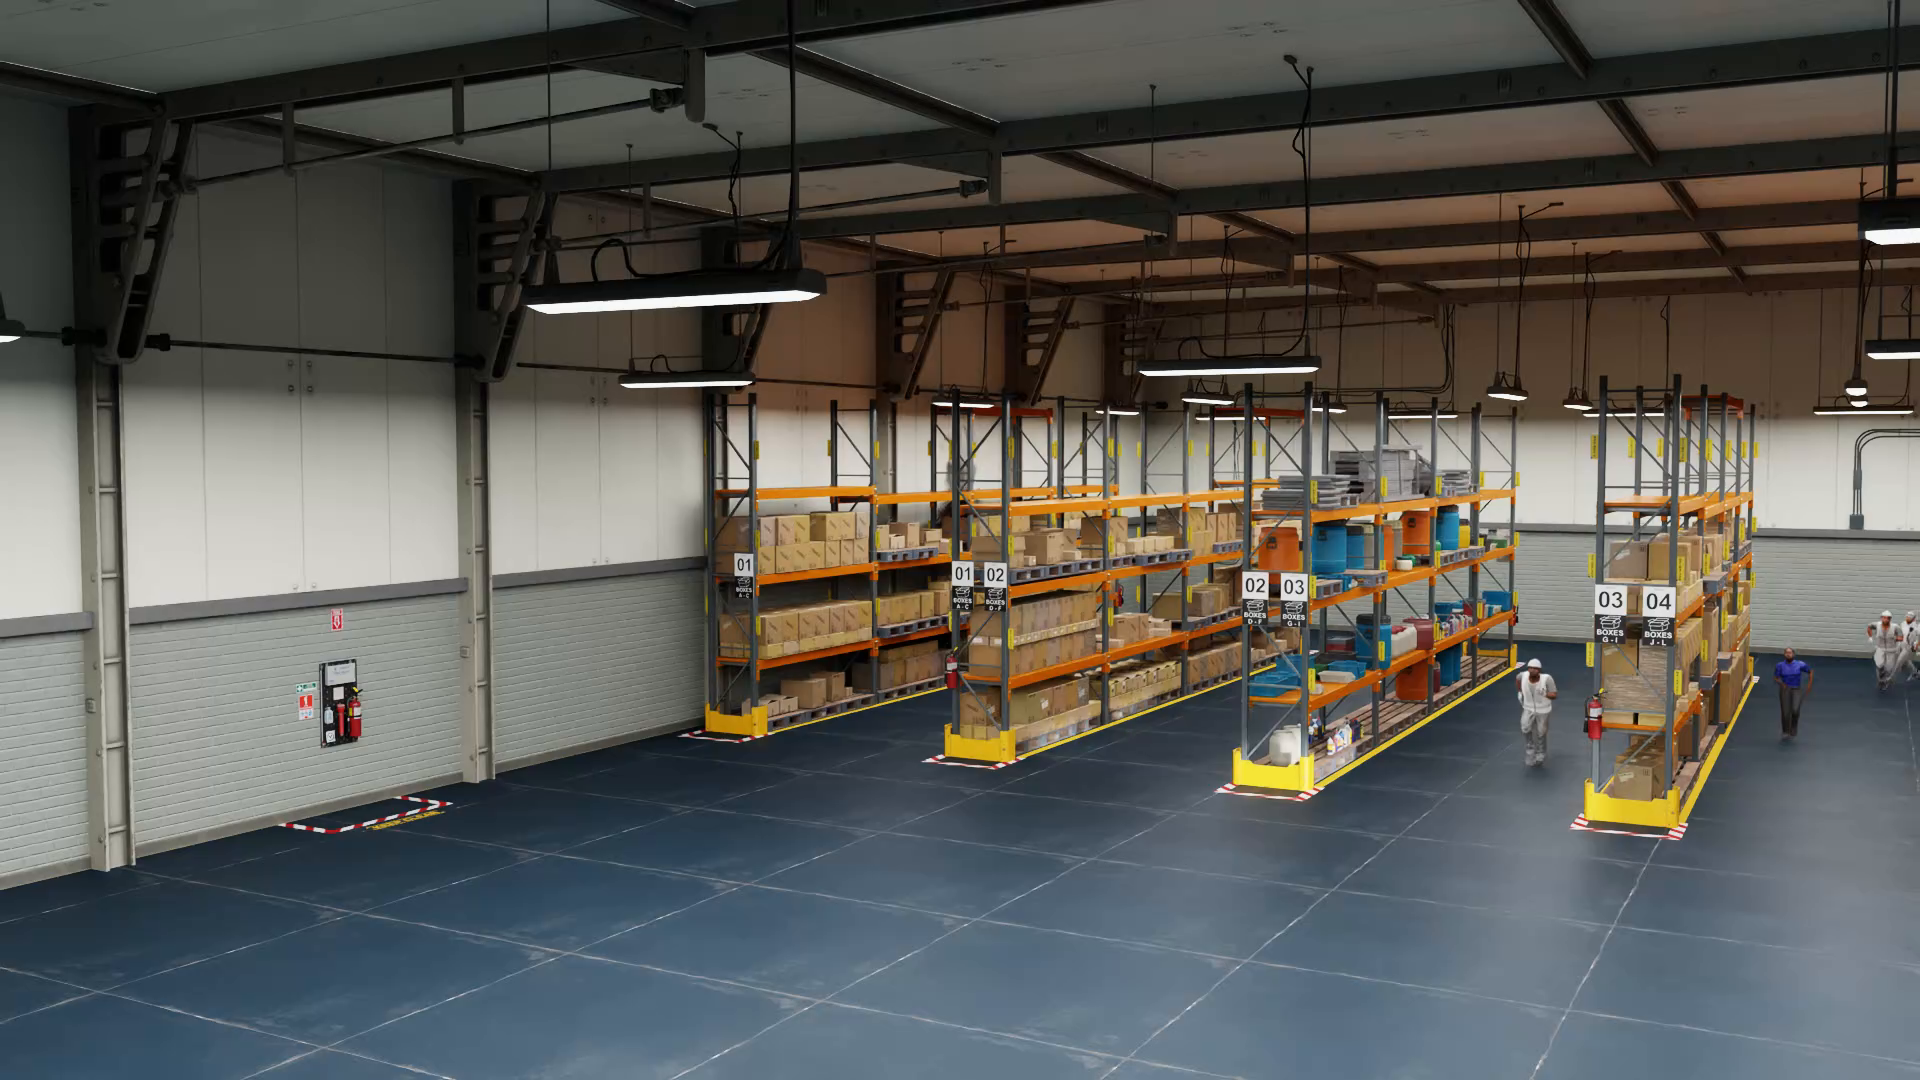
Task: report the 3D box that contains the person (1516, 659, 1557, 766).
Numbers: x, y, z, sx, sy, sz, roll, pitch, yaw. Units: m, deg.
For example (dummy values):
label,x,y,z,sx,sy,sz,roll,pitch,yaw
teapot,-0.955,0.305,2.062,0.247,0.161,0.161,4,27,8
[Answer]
label,x,y,z,sx,sy,sz,roll,pitch,yaw
person,9.070,2.707,26.201,0.666,1.713,0.919,2,3,28

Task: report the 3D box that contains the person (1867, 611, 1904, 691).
label,x,y,z,sx,sy,sz,roll,pitch,yaw
person,18.950,2.284,34.070,0.644,1.702,0.876,2,3,28

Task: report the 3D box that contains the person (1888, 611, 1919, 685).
label,x,y,z,sx,sy,sz,roll,pitch,yaw
person,20.087,2.291,35.215,0.968,1.604,0.700,-1,3,-12

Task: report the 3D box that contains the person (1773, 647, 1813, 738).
label,x,y,z,sx,sy,sz,roll,pitch,yaw
person,14.296,2.641,28.571,0.595,1.605,0.759,2,4,32
